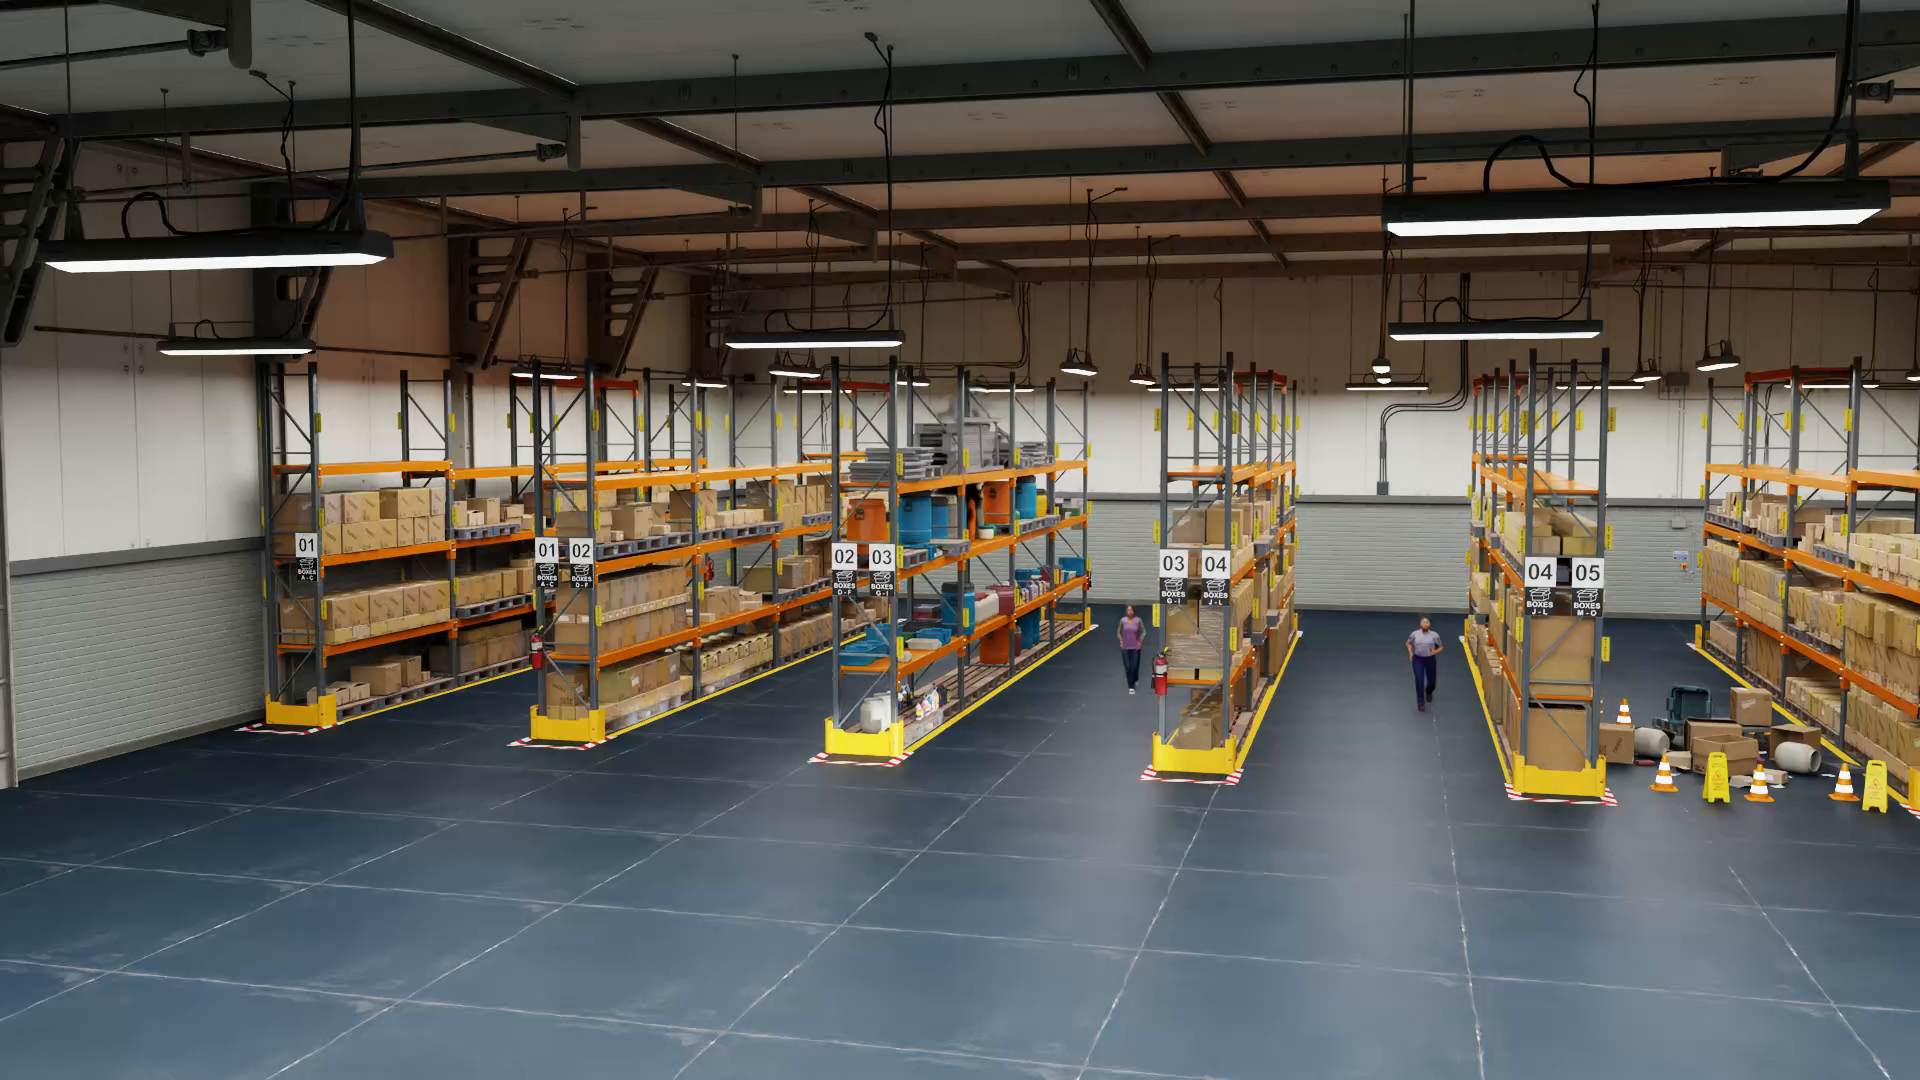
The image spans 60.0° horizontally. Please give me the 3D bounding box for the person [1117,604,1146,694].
[{"bbox_3d":[2.969,1.899,28.881,0.512,1.567,0.491,1,4,10],"label":"person"}]

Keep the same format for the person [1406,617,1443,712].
[{"bbox_3d":[8.119,2.149,29.086,0.620,1.613,0.823,1,4,13],"label":"person"}]
